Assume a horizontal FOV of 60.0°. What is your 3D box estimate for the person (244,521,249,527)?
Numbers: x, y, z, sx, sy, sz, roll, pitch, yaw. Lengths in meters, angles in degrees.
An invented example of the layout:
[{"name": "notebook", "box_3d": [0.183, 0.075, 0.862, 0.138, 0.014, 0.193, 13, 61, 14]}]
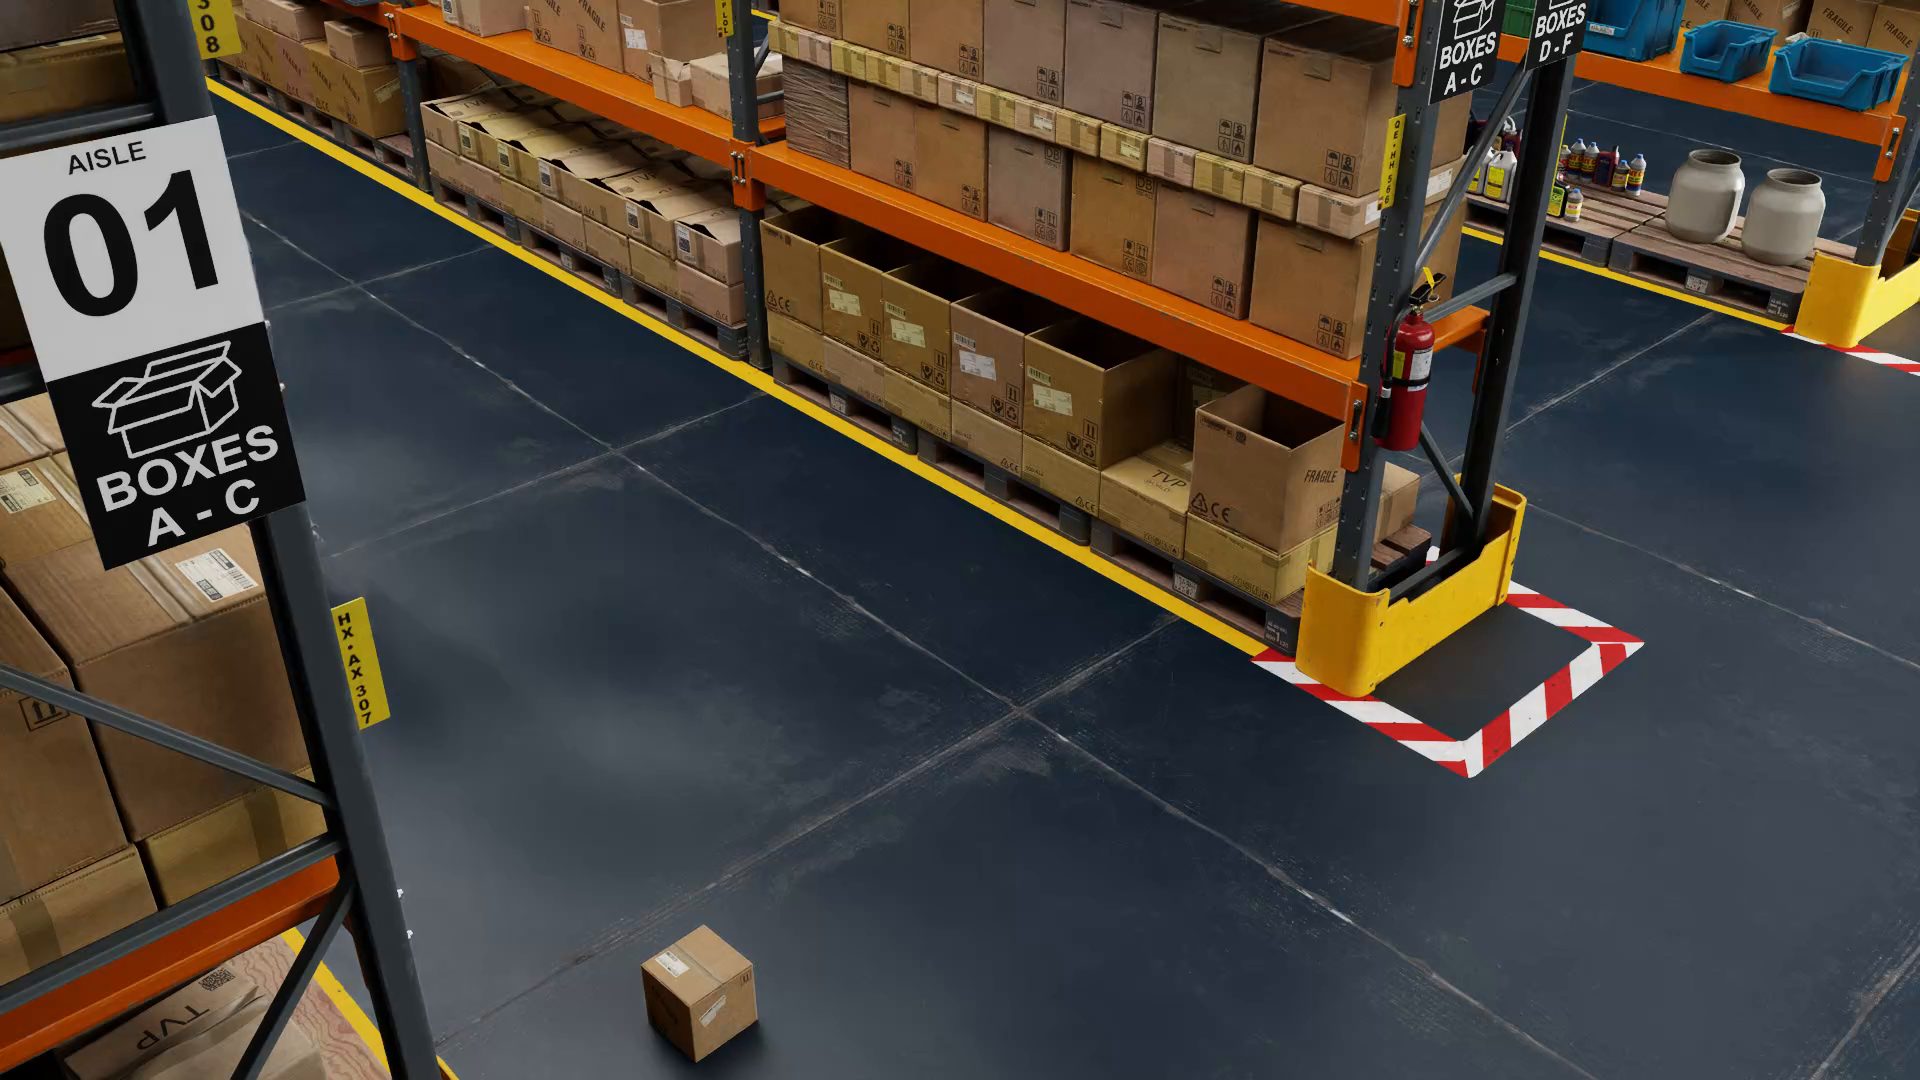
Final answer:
[{"name": "person", "box_3d": [-3.586, -0.838, 7.527, 1.055, 1.729, 0.596, 24, 39, 34]}]
